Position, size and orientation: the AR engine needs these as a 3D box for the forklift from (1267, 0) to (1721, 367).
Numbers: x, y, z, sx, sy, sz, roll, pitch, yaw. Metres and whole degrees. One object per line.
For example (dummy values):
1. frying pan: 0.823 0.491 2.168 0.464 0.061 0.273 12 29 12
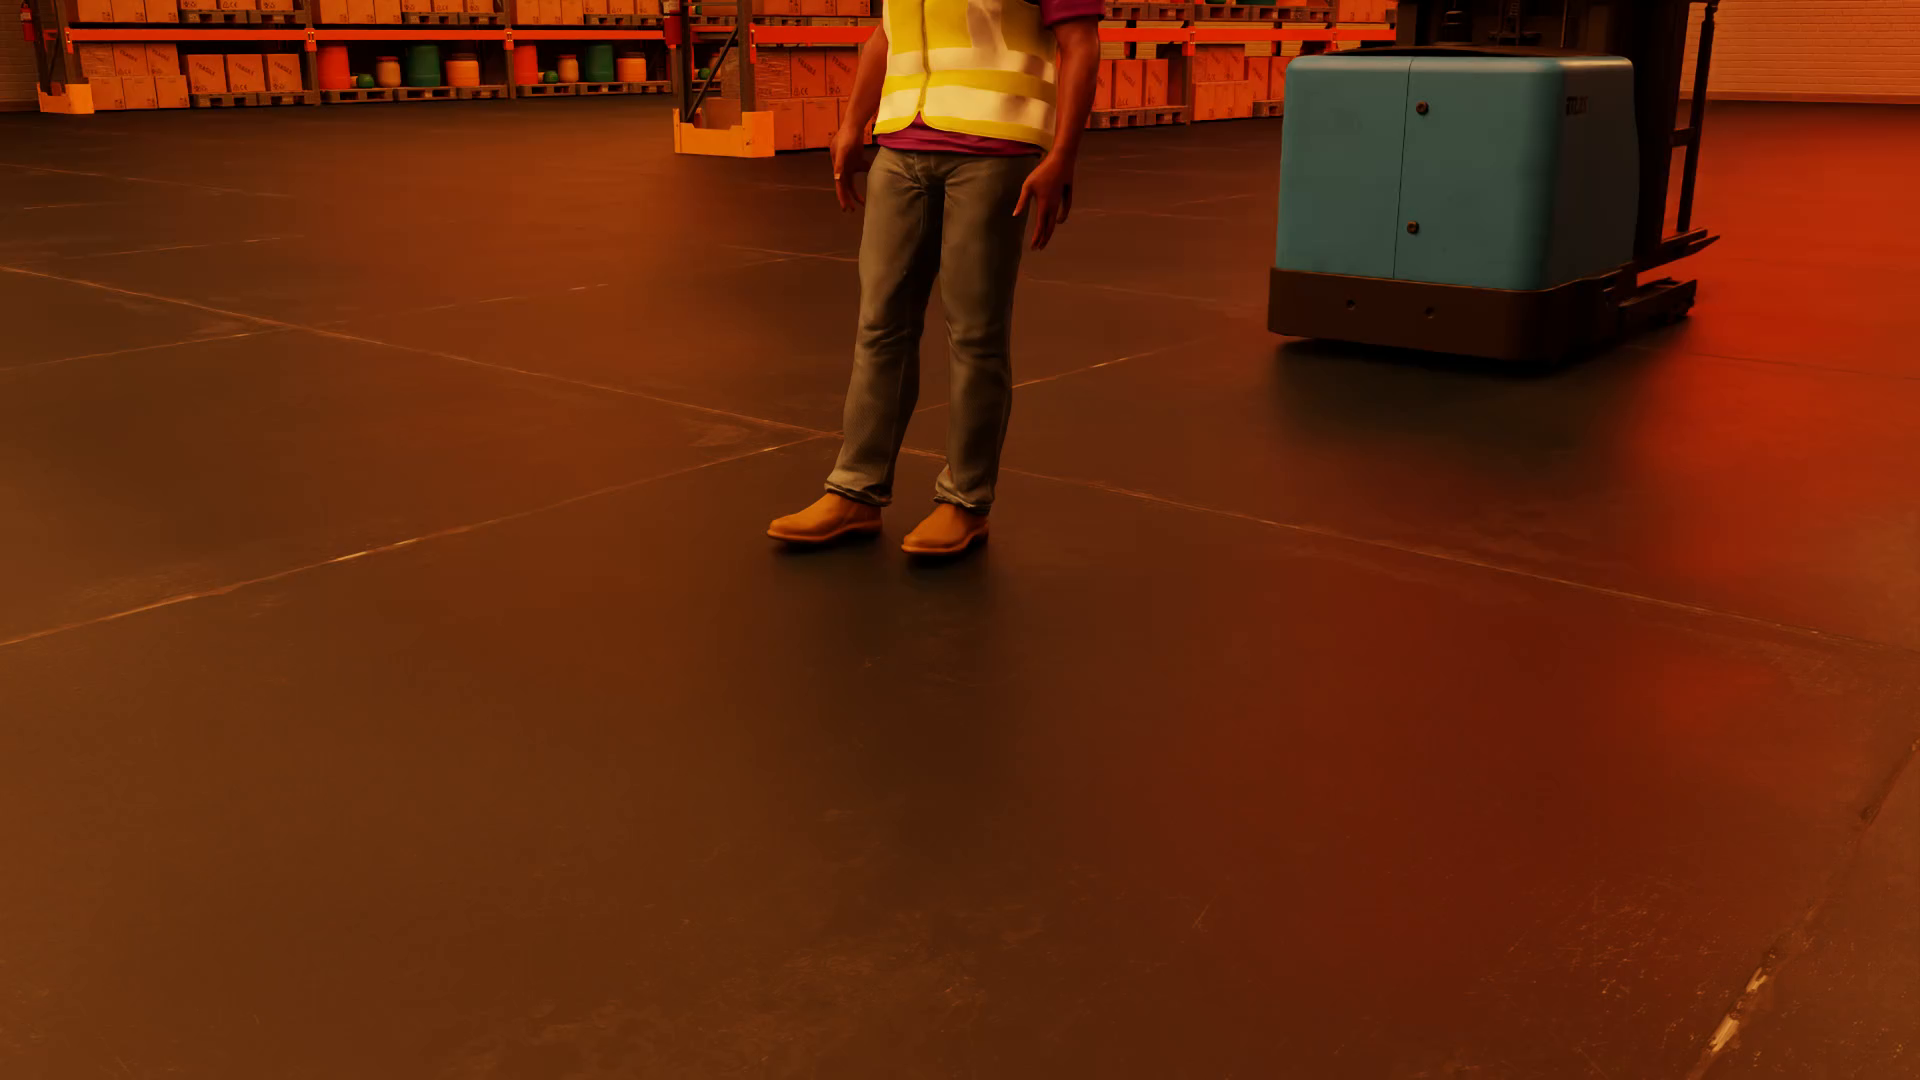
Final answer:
1. forklift: 2.472 -2.378 6.727 1.130 2.935 3.031 13 21 36

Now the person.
1. person: -0.049 -0.838 3.635 0.665 1.768 0.575 13 21 37
